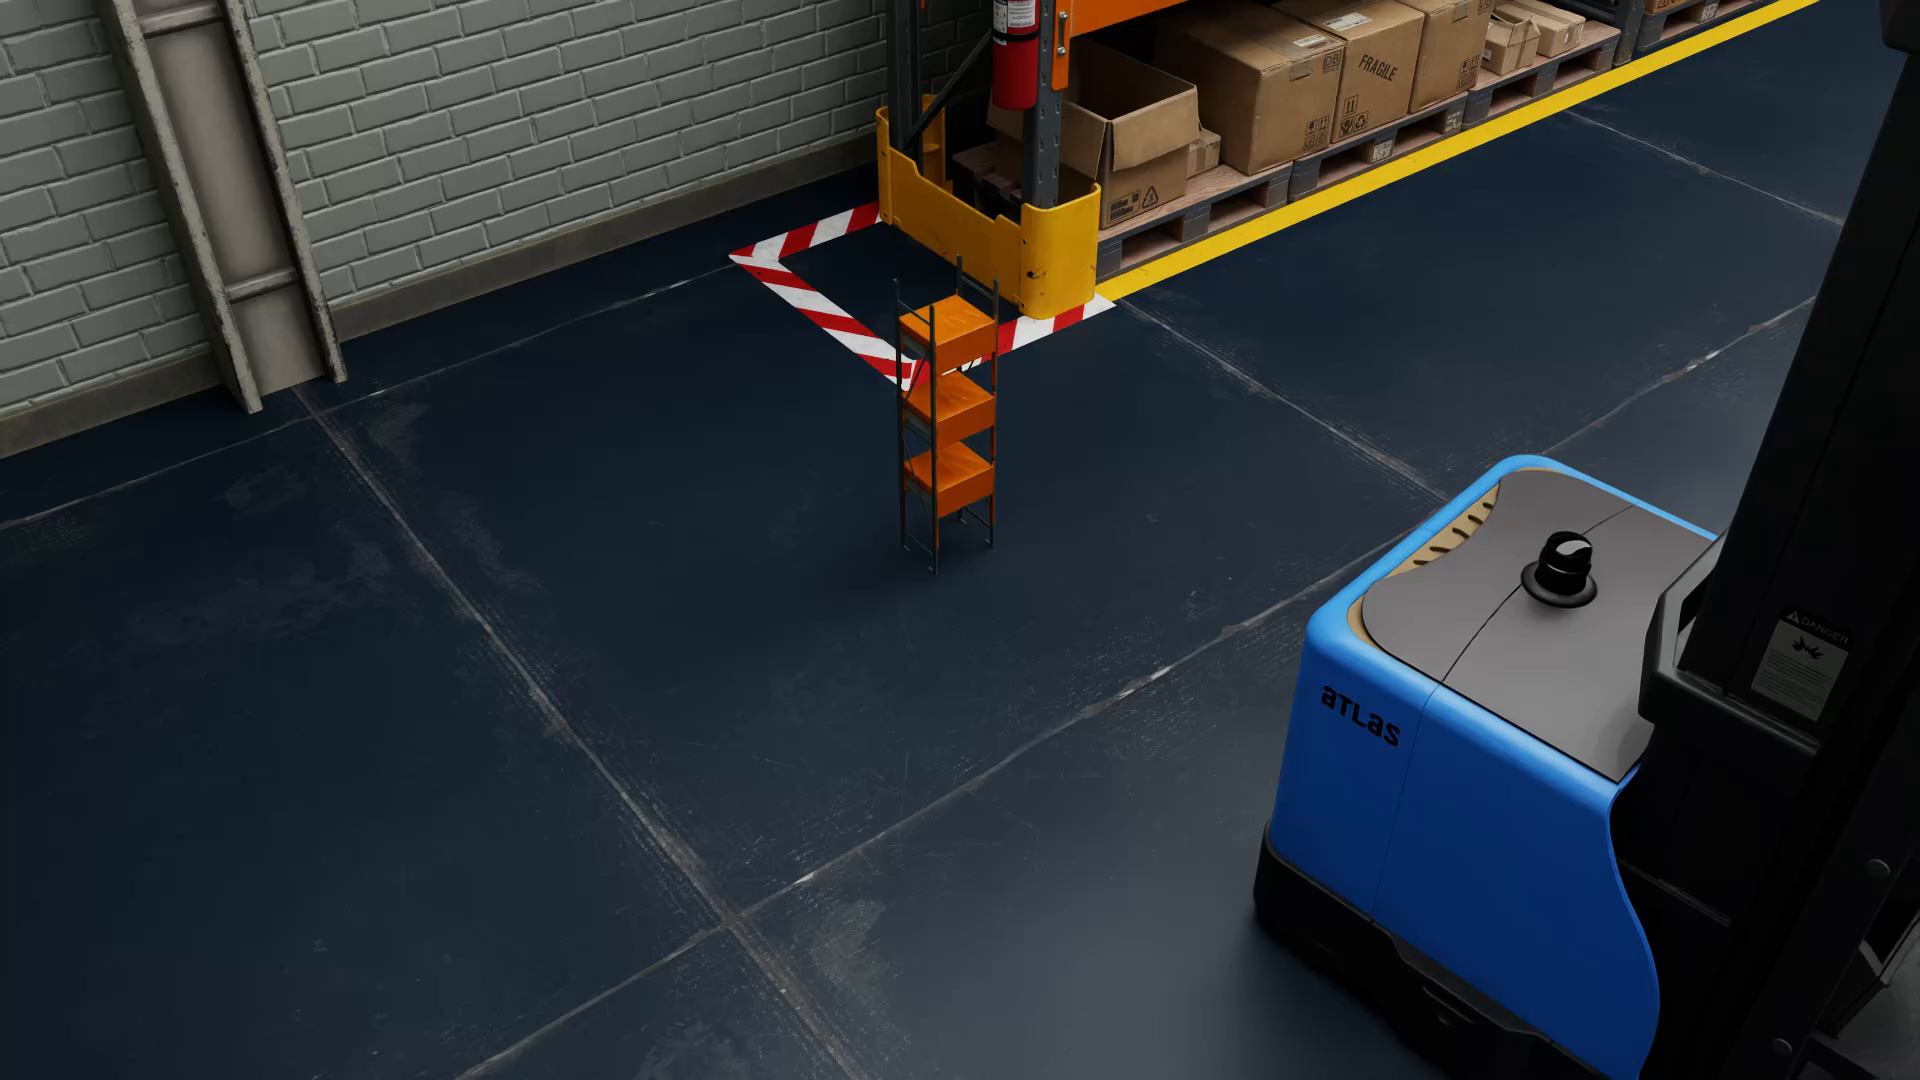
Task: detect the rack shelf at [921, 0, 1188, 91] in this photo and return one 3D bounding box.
[{"bbox_3d":[1.626,-2.876,7.458,4.000,0.370,1.077,-26,46,-28],"label":"rack shelf"}]

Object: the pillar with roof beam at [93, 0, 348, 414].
[{"bbox_3d":[-0.024,-1.947,1.028,0.400,9.000,9.100,-26,46,-28],"label":"pillar with roof beam"}]

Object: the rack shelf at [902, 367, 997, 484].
[{"bbox_3d":[-0.042,-0.377,5.399,0.240,0.259,0.215,-26,46,-28],"label":"rack shelf"}]

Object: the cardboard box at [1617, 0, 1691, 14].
[{"bbox_3d":[3.733,-3.197,8.921,0.500,0.500,0.500,-24,45,-26],"label":"cardboard box"}]

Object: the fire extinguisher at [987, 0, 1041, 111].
[{"bbox_3d":[0.205,-1.918,6.077,0.183,0.674,0.296,-26,46,-28],"label":"fire extinguisher"}]

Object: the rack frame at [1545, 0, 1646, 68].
[{"bbox_3d":[3.212,-3.927,8.172,0.127,3.000,1.000,-26,46,-28],"label":"rack frame"}]

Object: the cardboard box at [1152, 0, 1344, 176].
[{"bbox_3d":[1.284,-2.076,7.556,0.500,0.500,0.700,-24,45,-26],"label":"cardboard box"}]

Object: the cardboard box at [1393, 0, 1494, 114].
[{"bbox_3d":[2.108,-2.478,8.045,0.500,0.500,0.700,-28,47,-30],"label":"cardboard box"}]

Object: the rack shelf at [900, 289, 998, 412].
[{"bbox_3d":[-0.042,-0.596,5.219,0.240,0.259,0.215,-26,46,-28],"label":"rack shelf"}]

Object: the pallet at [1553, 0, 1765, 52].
[{"bbox_3d":[3.834,-3.182,9.463,1.213,0.211,1.003,-26,46,-28],"label":"pallet"}]

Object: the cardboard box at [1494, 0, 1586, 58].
[{"bbox_3d":[2.949,-2.624,8.500,0.250,0.149,0.380,-27,47,-29],"label":"cardboard box"}]

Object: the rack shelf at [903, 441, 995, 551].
[{"bbox_3d":[-0.042,-0.162,5.575,0.240,0.259,0.215,-26,46,-28],"label":"rack shelf"}]

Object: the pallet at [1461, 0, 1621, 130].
[{"bbox_3d":[2.667,-2.584,8.733,1.213,0.211,1.003,-26,46,-28],"label":"pallet"}]

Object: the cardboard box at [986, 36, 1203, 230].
[{"bbox_3d":[0.583,-1.767,7.176,0.637,0.503,0.797,-28,47,-30],"label":"cardboard box"}]

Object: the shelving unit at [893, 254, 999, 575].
[{"bbox_3d":[-0.042,-0.385,5.392,0.252,1.050,0.215,-26,46,-28],"label":"shelving unit"}]

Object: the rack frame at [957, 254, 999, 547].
[{"bbox_3d":[0.054,-0.432,5.449,0.008,1.050,0.200,-26,46,-28],"label":"rack frame"}]

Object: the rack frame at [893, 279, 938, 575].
[{"bbox_3d":[-0.139,-0.338,5.334,0.008,1.050,0.200,-26,46,-28],"label":"rack frame"}]

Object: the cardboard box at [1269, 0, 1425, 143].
[{"bbox_3d":[1.765,-2.230,7.744,0.500,0.500,0.500,-25,46,-27],"label":"cardboard box"}]

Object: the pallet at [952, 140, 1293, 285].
[{"bbox_3d":[0.732,-1.641,7.584,1.213,0.211,1.003,-26,46,-28],"label":"pallet"}]

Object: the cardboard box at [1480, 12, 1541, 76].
[{"bbox_3d":[2.666,-2.531,8.295,0.258,0.266,0.396,-24,45,-27],"label":"cardboard box"}]

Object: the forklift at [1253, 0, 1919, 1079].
[{"bbox_3d":[2.191,0.322,3.047,3.031,2.935,1.130,32,49,33],"label":"forklift"}]

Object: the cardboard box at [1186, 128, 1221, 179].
[{"bbox_3d":[0.944,-1.774,7.465,0.250,0.149,0.380,-28,47,-30],"label":"cardboard box"}]

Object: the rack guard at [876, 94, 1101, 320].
[{"bbox_3d":[0.101,-1.444,7.116,0.348,0.500,1.175,-26,46,-28],"label":"rack guard"}]

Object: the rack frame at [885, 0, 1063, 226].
[{"bbox_3d":[0.040,-2.381,6.287,0.127,3.000,1.000,-26,46,-28],"label":"rack frame"}]

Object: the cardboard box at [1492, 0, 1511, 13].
[{"bbox_3d":[2.544,-2.913,8.725,0.500,0.311,0.500,-24,45,-27],"label":"cardboard box"}]

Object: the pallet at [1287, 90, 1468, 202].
[{"bbox_3d":[1.699,-2.110,8.155,1.213,0.211,1.003,-26,46,-28],"label":"pallet"}]
